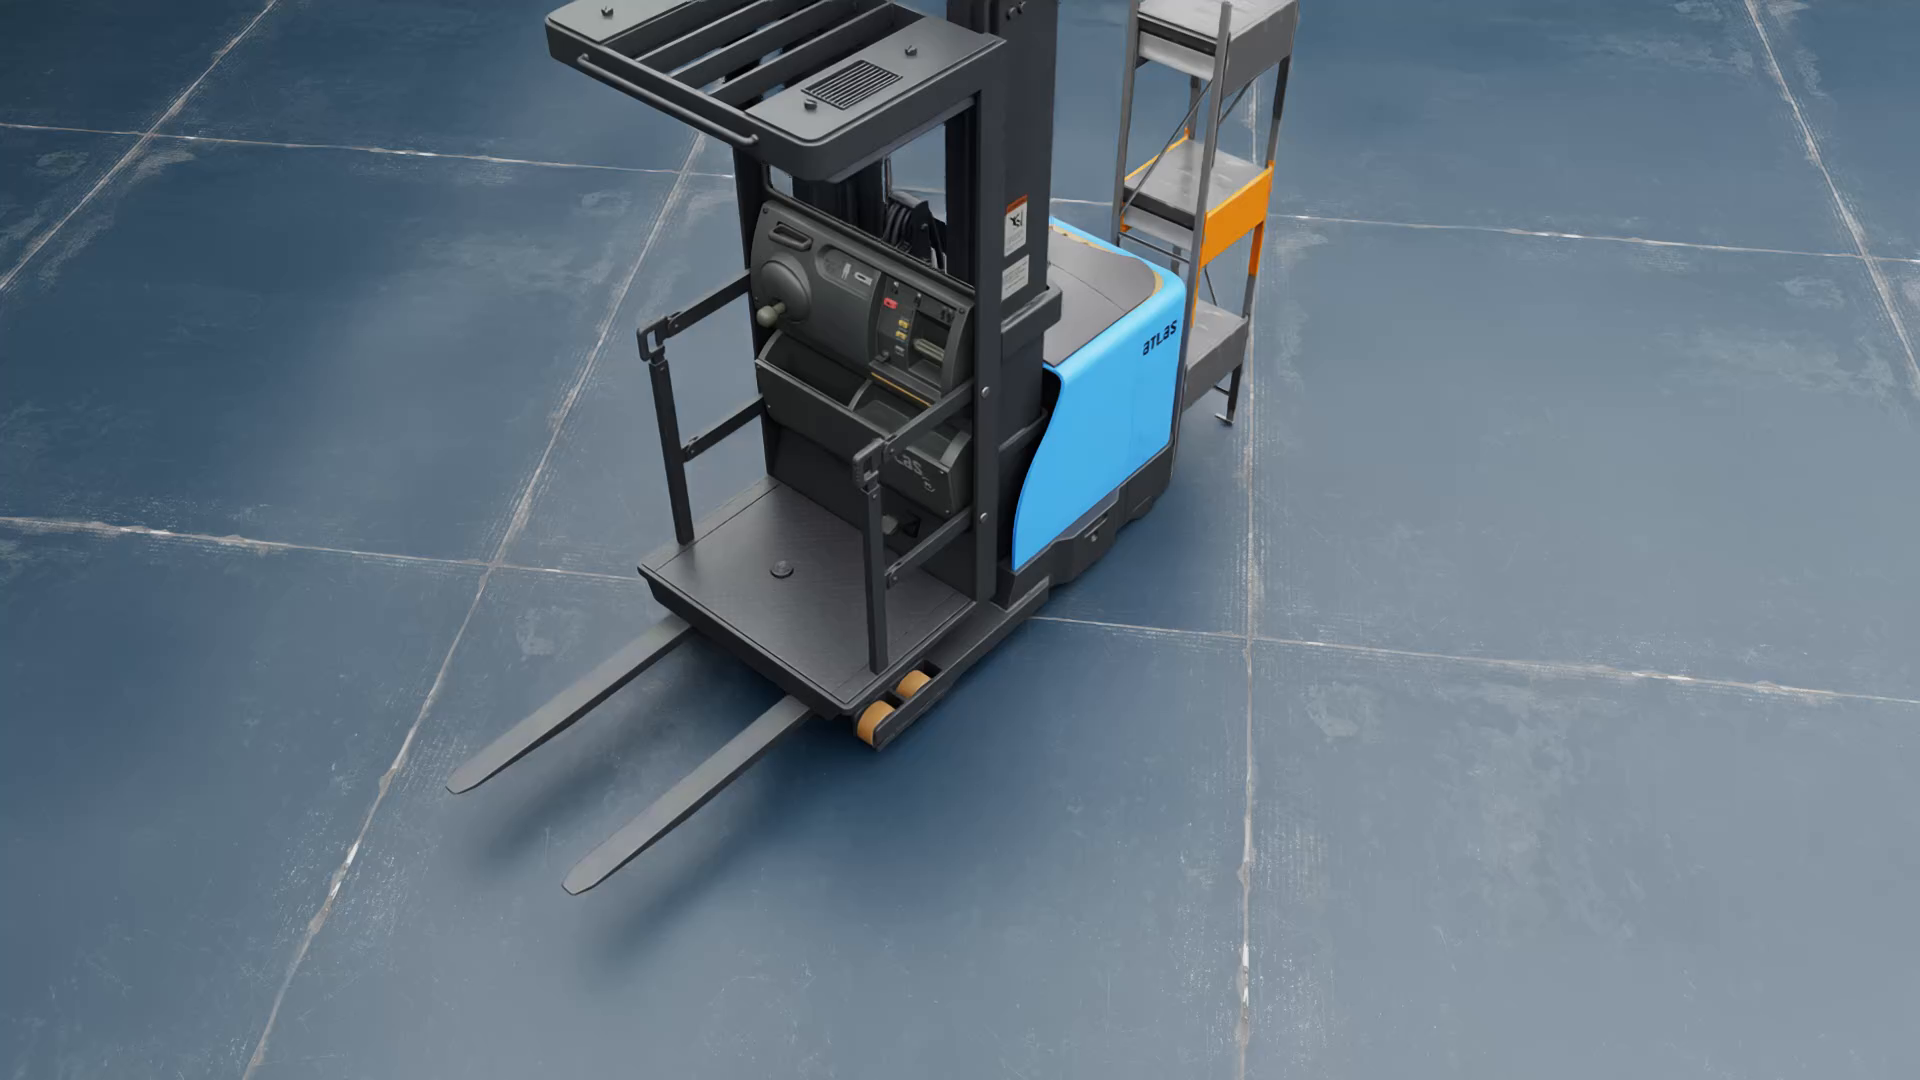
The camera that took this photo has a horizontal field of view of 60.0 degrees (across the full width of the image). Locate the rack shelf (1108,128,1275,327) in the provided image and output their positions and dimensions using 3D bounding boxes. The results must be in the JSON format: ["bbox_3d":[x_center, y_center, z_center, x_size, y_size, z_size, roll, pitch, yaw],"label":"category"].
[{"bbox_3d":[0.900,-1.232,6.537,0.431,0.518,0.480,29,50,27],"label":"rack shelf"}]

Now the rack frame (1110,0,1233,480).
[{"bbox_3d":[0.745,-1.115,6.387,0.400,2.100,0.015,29,50,27],"label":"rack frame"}]

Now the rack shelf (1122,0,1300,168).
[{"bbox_3d":[0.908,-1.747,6.063,0.431,0.518,0.480,29,50,27],"label":"rack shelf"}]

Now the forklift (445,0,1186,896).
[{"bbox_3d":[-0.480,-0.718,5.376,1.130,2.935,3.031,31,51,28],"label":"forklift"}]

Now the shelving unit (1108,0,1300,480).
[{"bbox_3d":[0.900,-1.242,6.528,0.431,2.100,0.503,29,50,27],"label":"shelving unit"}]

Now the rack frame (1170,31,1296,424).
[{"bbox_3d":[1.054,-1.369,6.668,0.400,2.100,0.015,29,50,27],"label":"rack frame"}]

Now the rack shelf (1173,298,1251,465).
[{"bbox_3d":[0.891,-0.717,7.011,0.431,0.518,0.480,29,50,27],"label":"rack shelf"}]
